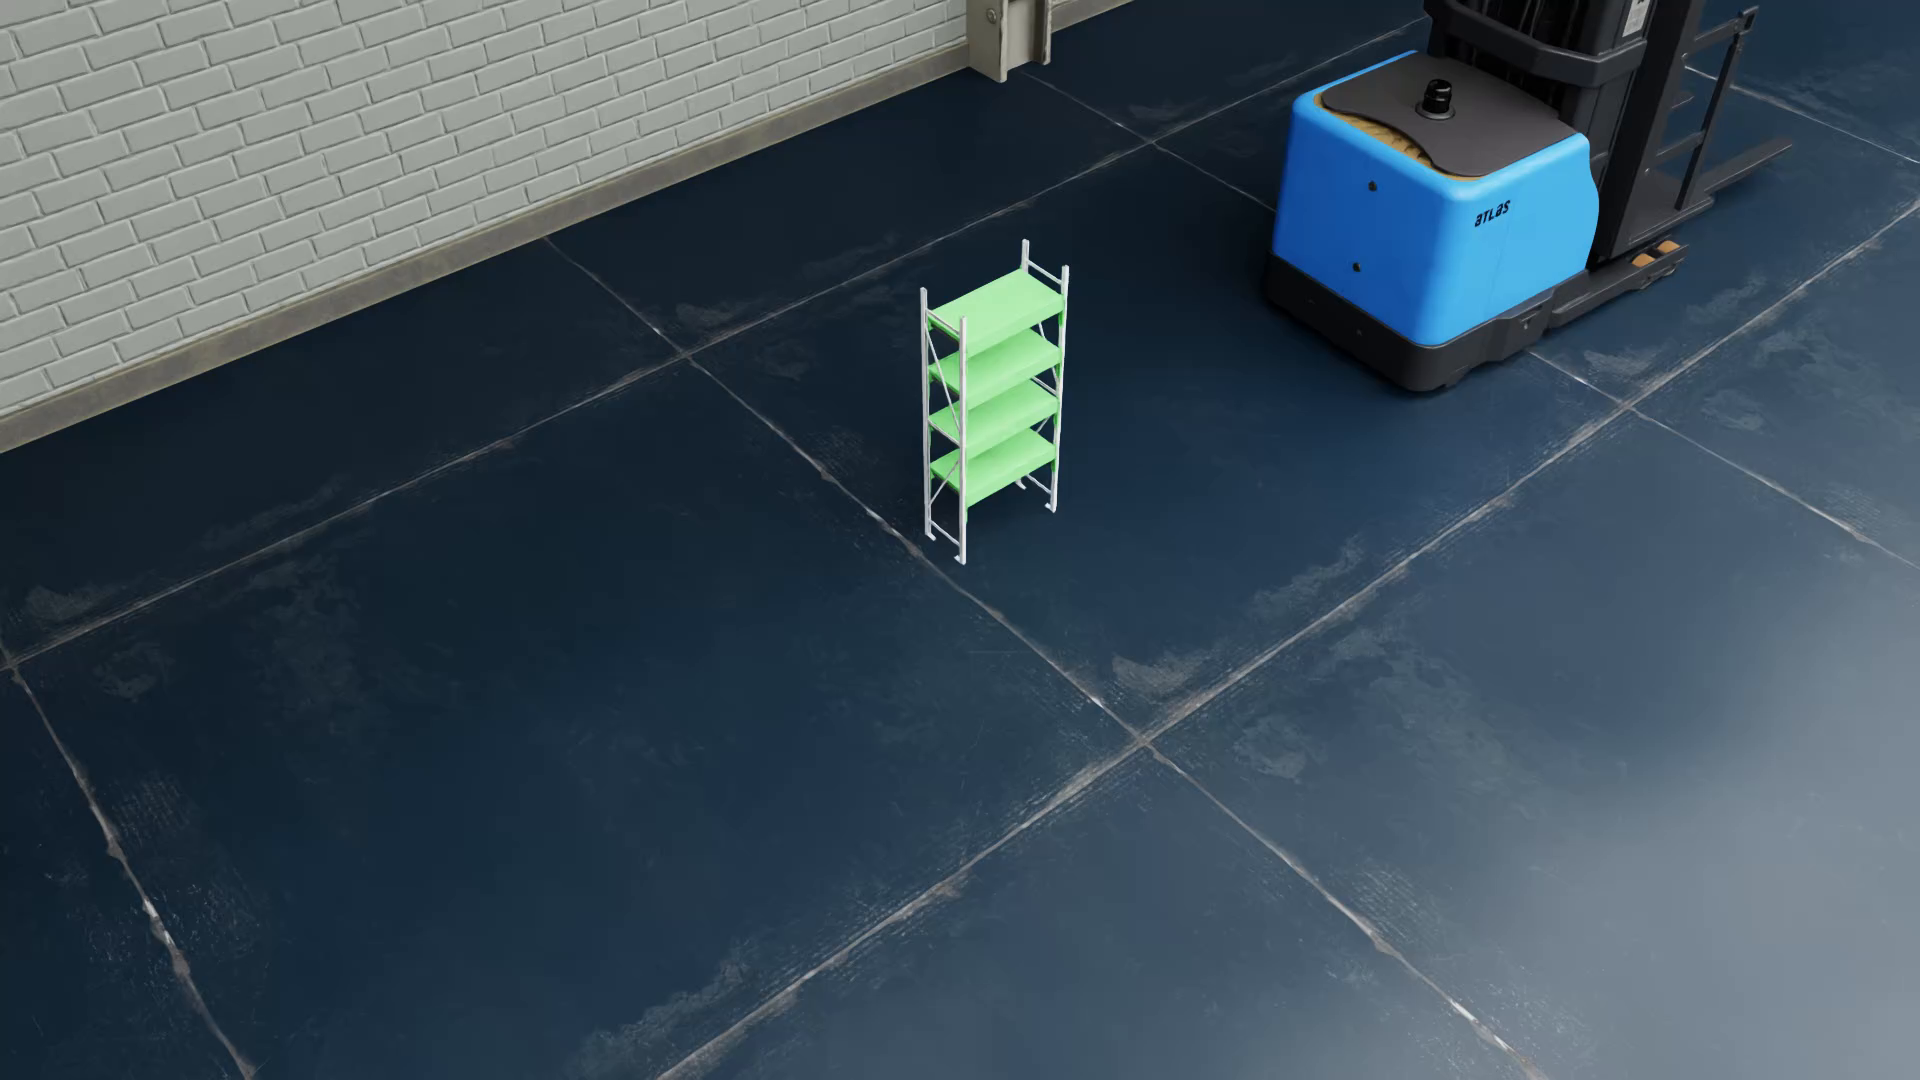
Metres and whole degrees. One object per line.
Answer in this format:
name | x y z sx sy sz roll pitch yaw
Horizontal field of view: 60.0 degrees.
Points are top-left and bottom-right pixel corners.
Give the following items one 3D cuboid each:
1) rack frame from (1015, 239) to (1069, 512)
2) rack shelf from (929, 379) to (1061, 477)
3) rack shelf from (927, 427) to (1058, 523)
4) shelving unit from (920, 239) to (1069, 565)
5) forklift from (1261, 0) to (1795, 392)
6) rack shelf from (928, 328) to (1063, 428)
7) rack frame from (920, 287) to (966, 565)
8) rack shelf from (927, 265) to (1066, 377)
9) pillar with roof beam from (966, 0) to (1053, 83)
rack frame | 0.314 -0.617 6.531 0.015 1.200 0.240 -30 51 -28
rack shelf | 0.127 -0.463 6.460 0.480 0.148 0.258 -30 51 -28
rack shelf | 0.127 -0.289 6.625 0.480 0.148 0.258 -30 51 -28
shelving unit | 0.127 -0.510 6.417 0.503 1.200 0.258 -30 51 -28
forklift | 2.919 -2.546 7.320 3.031 2.935 1.130 -27 49 -26
rack shelf | 0.127 -0.638 6.296 0.480 0.148 0.258 -30 51 -28
rack frame | -0.060 -0.403 6.303 0.015 1.200 0.240 -30 51 -28
rack shelf | 0.127 -0.813 6.132 0.480 0.148 0.258 -30 51 -28
pillar with roof beam | 3.044 -3.808 4.231 0.400 9.000 9.100 -30 51 -28
